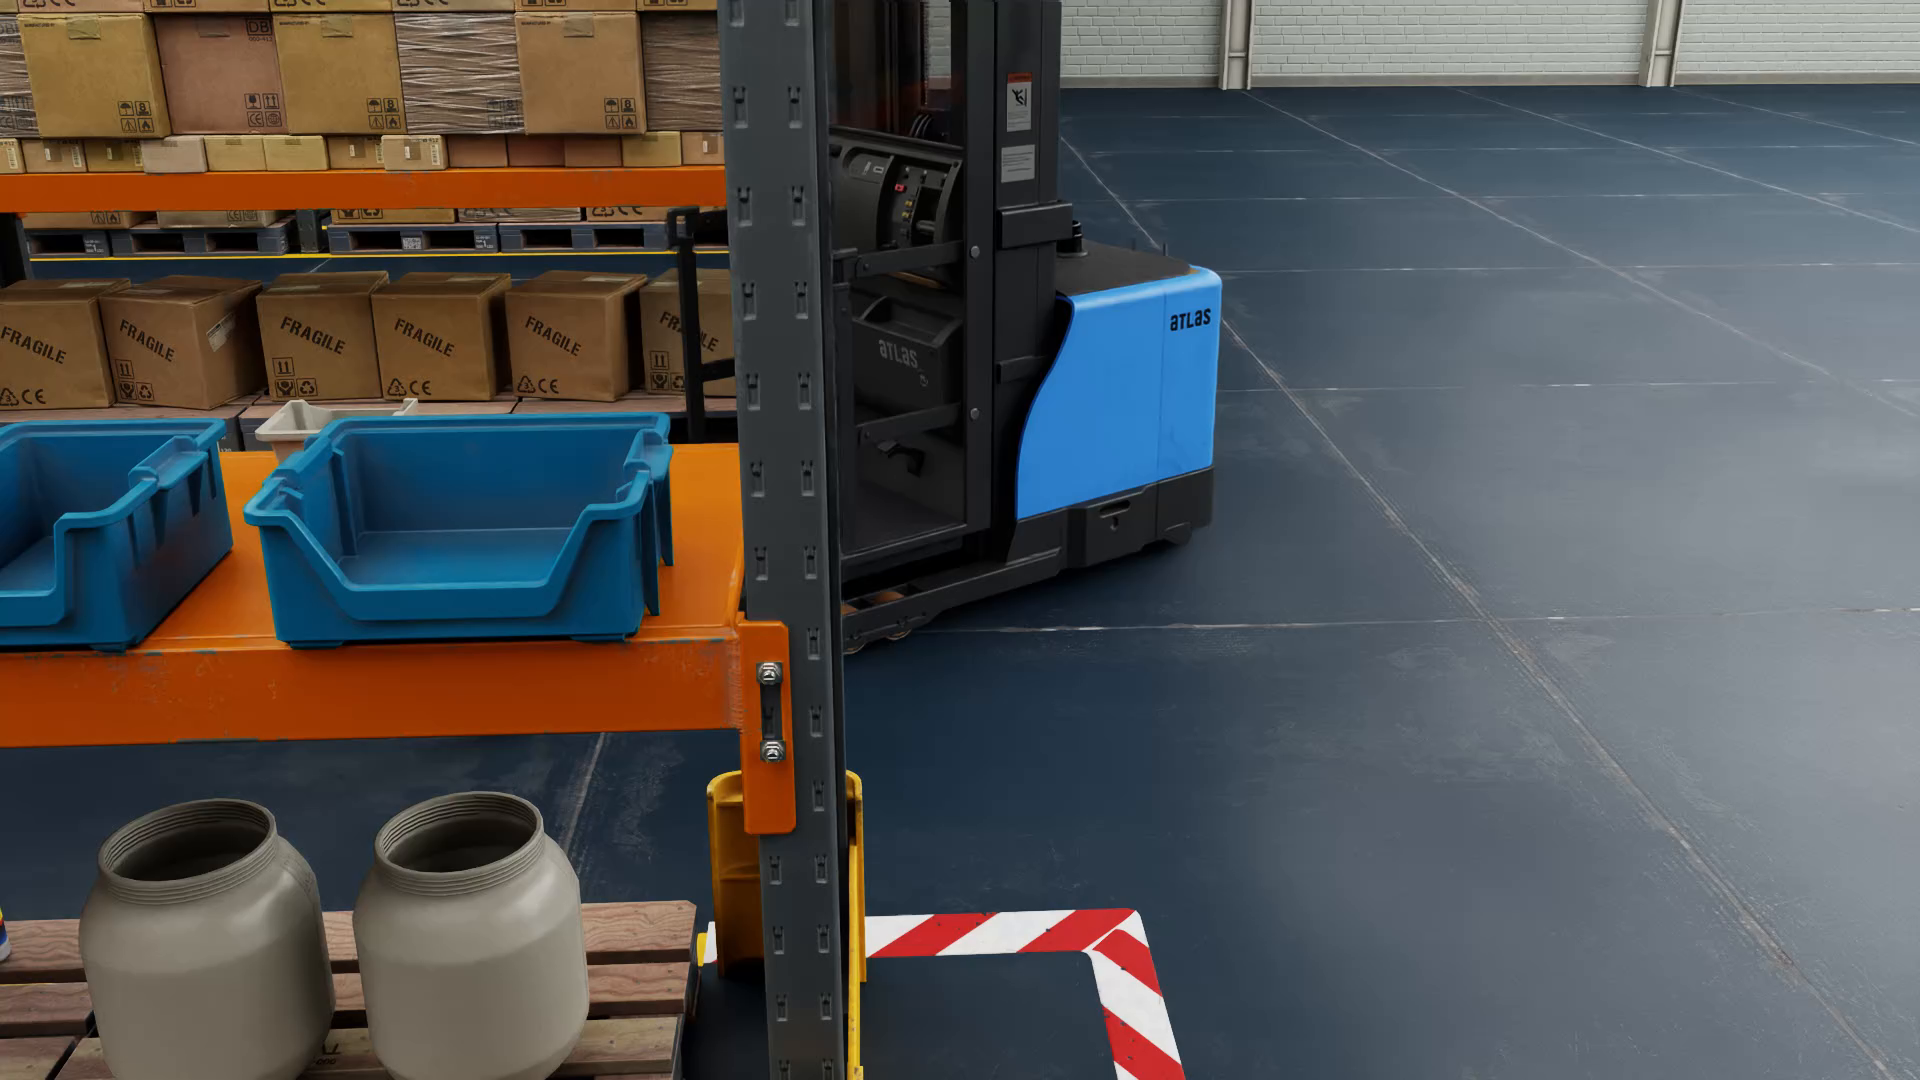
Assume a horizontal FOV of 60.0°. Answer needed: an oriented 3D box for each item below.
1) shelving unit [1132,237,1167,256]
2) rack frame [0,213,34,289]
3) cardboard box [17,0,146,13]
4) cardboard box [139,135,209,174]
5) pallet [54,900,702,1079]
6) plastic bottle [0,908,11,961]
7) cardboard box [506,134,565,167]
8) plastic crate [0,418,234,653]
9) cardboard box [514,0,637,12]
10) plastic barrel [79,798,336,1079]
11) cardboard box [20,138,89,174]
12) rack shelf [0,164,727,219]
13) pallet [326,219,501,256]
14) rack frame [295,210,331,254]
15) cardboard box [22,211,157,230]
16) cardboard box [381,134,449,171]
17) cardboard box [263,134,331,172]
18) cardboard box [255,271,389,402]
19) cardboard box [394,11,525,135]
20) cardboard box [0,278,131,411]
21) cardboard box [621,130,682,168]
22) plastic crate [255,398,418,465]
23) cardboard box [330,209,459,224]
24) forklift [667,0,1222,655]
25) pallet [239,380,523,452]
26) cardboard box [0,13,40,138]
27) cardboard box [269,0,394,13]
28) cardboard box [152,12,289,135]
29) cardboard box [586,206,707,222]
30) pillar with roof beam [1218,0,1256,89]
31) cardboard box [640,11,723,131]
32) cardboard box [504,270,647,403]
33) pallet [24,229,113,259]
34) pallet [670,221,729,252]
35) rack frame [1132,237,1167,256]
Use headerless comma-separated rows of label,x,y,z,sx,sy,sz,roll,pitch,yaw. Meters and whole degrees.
shelving unit,0.698,-0.738,7.083,0.252,1.050,0.215,-15,26,-35
rack frame,-4.571,-1.895,7.382,0.127,3.000,1.000,-1,21,-3
cardboard box,-3.608,-2.477,6.948,0.500,0.500,0.500,-1,21,-3
cardboard box,-3.339,-1.689,7.195,0.250,0.149,0.380,-1,21,-3
pallet,-1.179,1.120,3.384,1.213,0.211,1.003,-1,21,-3
plastic bottle,-2.122,0.779,3.575,0.097,0.271,0.097,0,21,0
cardboard box,-1.849,-1.761,7.384,0.250,0.149,0.380,-1,21,-3
plastic crate,-1.426,-0.019,2.665,0.408,0.251,0.499,-1,21,-3
cardboard box,-1.611,-2.518,7.054,0.500,0.500,0.500,-1,21,-3
plastic barrel,-1.447,0.801,3.208,0.421,0.512,0.421,0,21,0
cardboard box,-3.840,-1.690,7.197,0.250,0.149,0.380,-1,21,-3
rack shelf,-2.574,-1.599,7.616,4.000,0.370,1.077,-1,21,-3
pallet,-3.989,-2.343,12.479,1.213,0.211,1.003,-1,21,-3
rack frame,-4.753,-3.659,12.015,0.127,3.000,1.000,-1,21,-3
cardboard box,-6.331,-2.741,12.175,0.750,0.750,1.050,-1,21,-3
cardboard box,-2.341,-1.712,7.254,0.250,0.149,0.380,-1,21,-3
cardboard box,-2.842,-1.710,7.250,0.250,0.149,0.380,-1,21,-3
cardboard box,-2.982,-0.971,7.880,0.500,0.500,0.500,-3,21,-8
cardboard box,-2.122,-2.113,7.396,0.500,0.500,0.875,-1,21,-3
cardboard box,-4.169,-0.917,7.736,0.500,0.500,0.500,-2,21,-5
cardboard box,-1.346,-1.751,7.358,0.250,0.149,0.380,-1,21,-3
plastic crate,-1.206,-0.189,3.273,0.250,0.136,0.298,-1,21,-3
cardboard box,-4.121,-2.850,12.286,0.875,0.875,0.875,-1,21,-2
forklift,-0.468,-1.195,5.641,3.031,2.935,1.130,-15,26,-35
pallet,-2.681,-0.643,8.014,1.213,0.211,1.003,-1,21,-3
cardboard box,-4.118,-2.068,7.277,0.500,0.500,0.875,-1,21,-3
cardboard box,-2.610,-2.501,7.011,0.500,0.500,0.500,-1,21,-3
cardboard box,-3.123,-2.111,7.392,0.500,0.500,0.875,-1,21,-3
cardboard box,-2.311,-2.887,12.385,0.875,0.875,0.875,-1,21,-4
pillar with roof beam,4.060,-8.962,17.512,0.400,9.000,9.100,-1,21,-3
cardboard box,-1.128,-2.160,7.521,0.500,0.500,0.875,-1,21,-3
cardboard box,-1.796,-0.973,7.883,0.500,0.500,0.500,4,21,11
pallet,-6.740,-2.287,12.332,1.213,0.211,1.003,-1,21,-3
pallet,-1.553,-2.393,12.609,1.213,0.211,1.003,-1,21,-3
rack frame,0.794,-0.764,7.153,0.008,1.050,0.200,-15,26,-35
